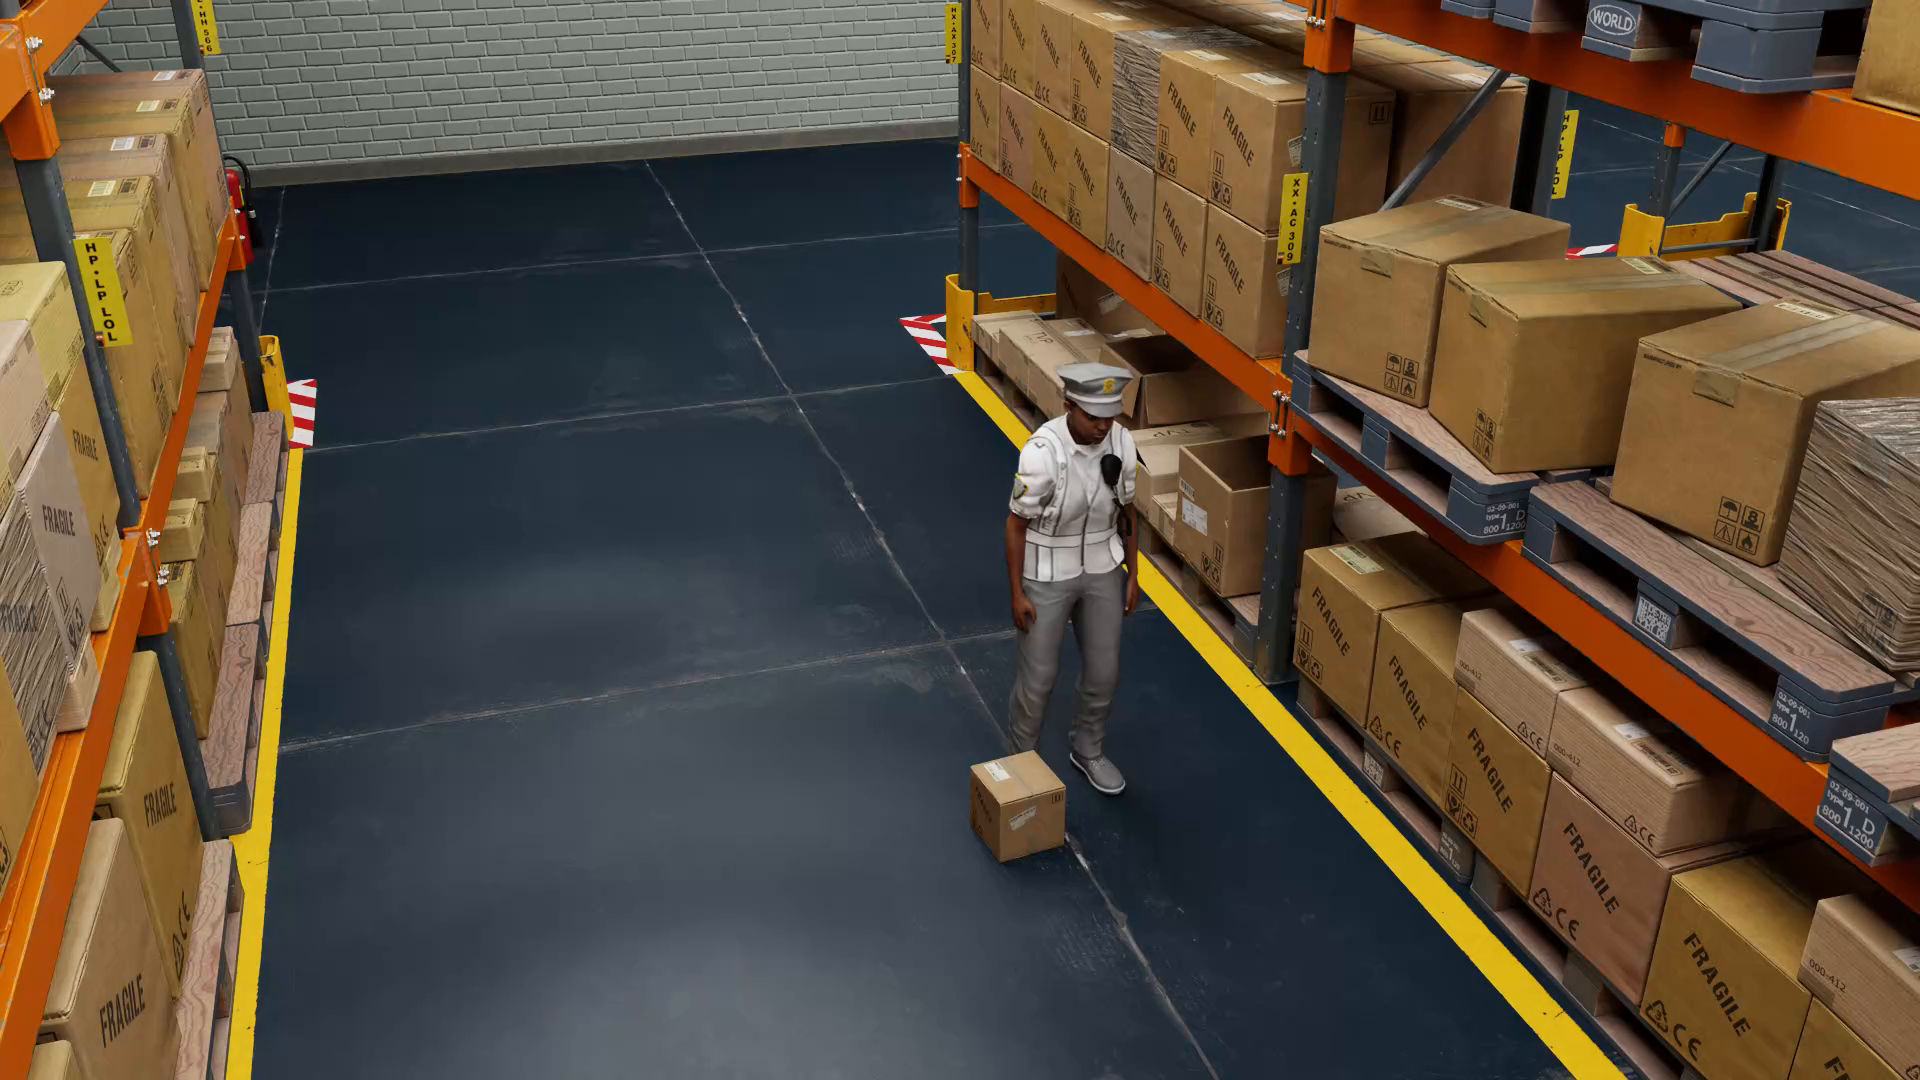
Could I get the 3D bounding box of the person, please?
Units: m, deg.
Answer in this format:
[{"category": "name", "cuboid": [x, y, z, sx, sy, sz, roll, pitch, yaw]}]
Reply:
[{"category": "person", "cuboid": [0.390, 0.150, 5.813, 0.507, 1.660, 0.392, -9, 28, -17]}]
